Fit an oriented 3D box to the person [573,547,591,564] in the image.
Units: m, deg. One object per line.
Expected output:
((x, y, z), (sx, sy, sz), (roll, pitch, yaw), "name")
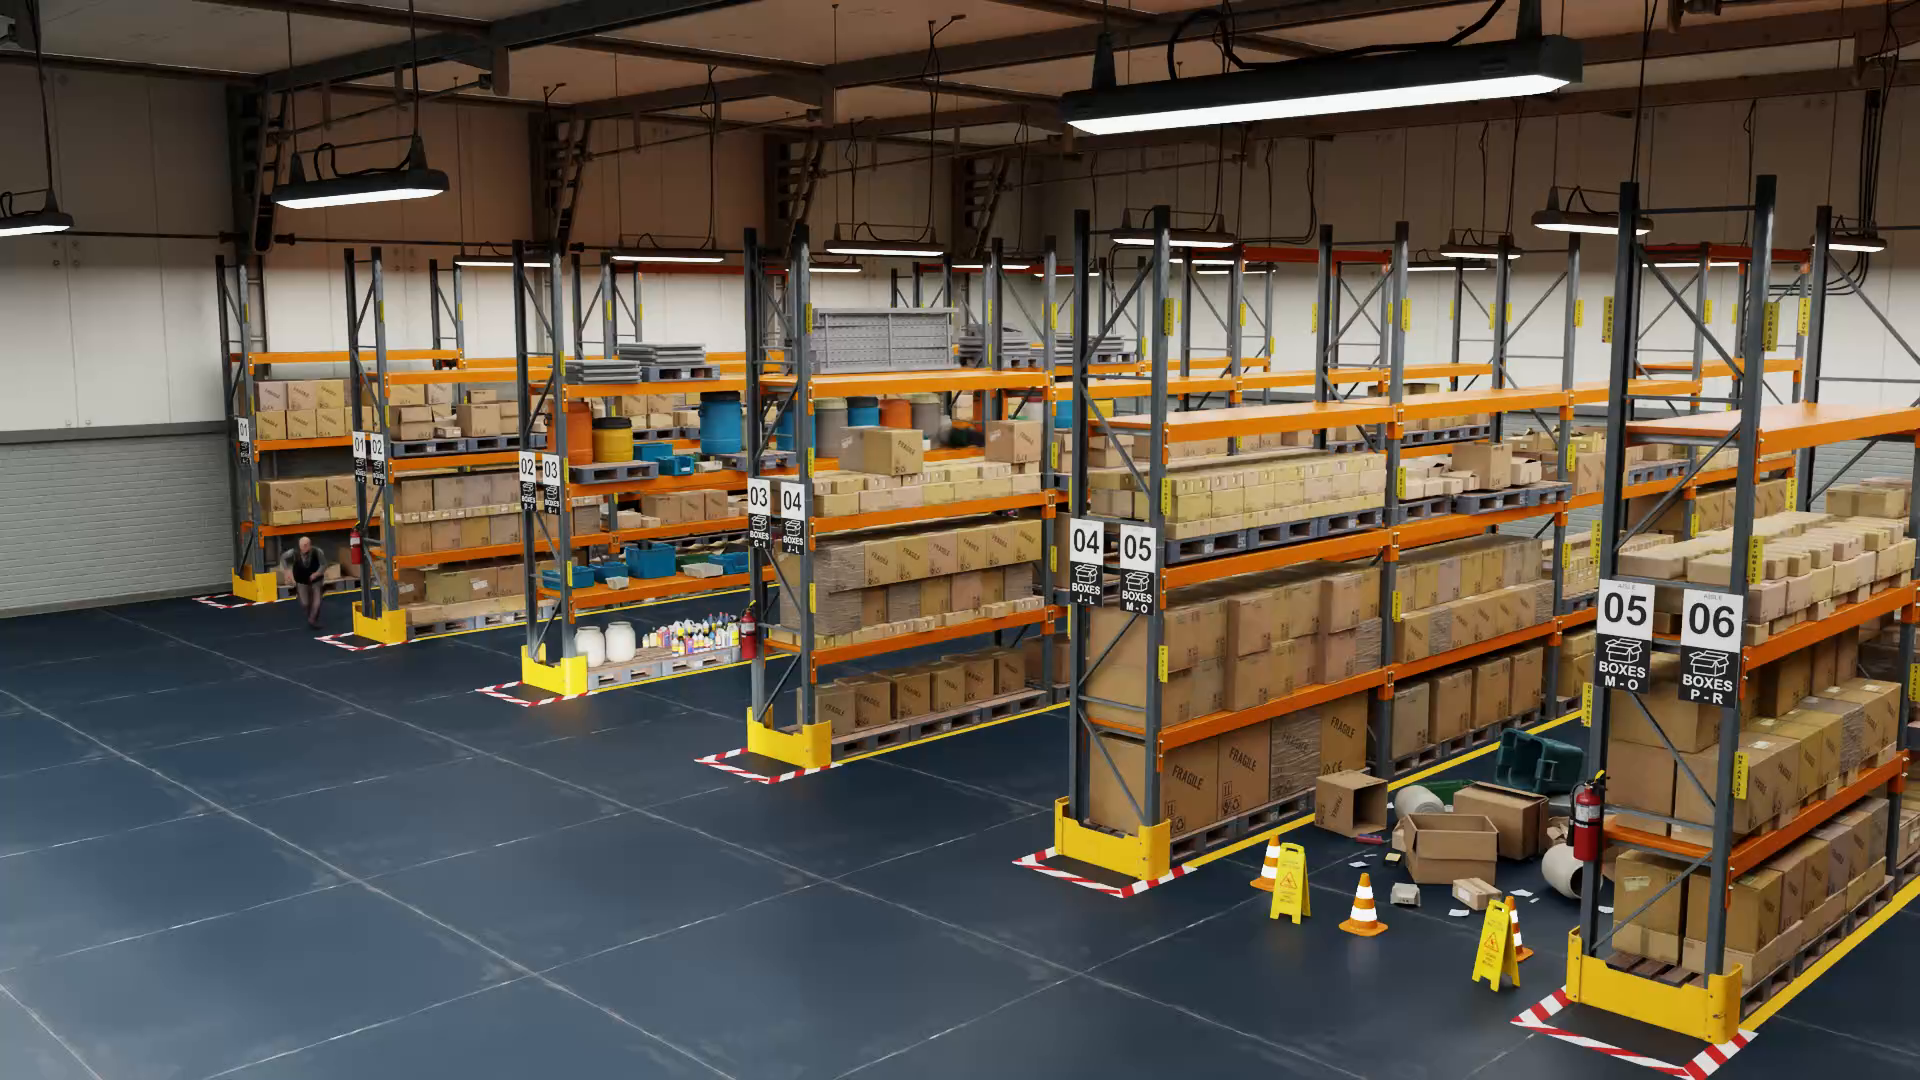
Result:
((-7.229, -0.017, 31.482), (0.537, 1.479, 0.726), (3, 9, 22), "person")

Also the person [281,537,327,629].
((-10.359, 0.689, 26.310), (0.685, 1.540, 0.804), (-2, 8, -16), "person")
